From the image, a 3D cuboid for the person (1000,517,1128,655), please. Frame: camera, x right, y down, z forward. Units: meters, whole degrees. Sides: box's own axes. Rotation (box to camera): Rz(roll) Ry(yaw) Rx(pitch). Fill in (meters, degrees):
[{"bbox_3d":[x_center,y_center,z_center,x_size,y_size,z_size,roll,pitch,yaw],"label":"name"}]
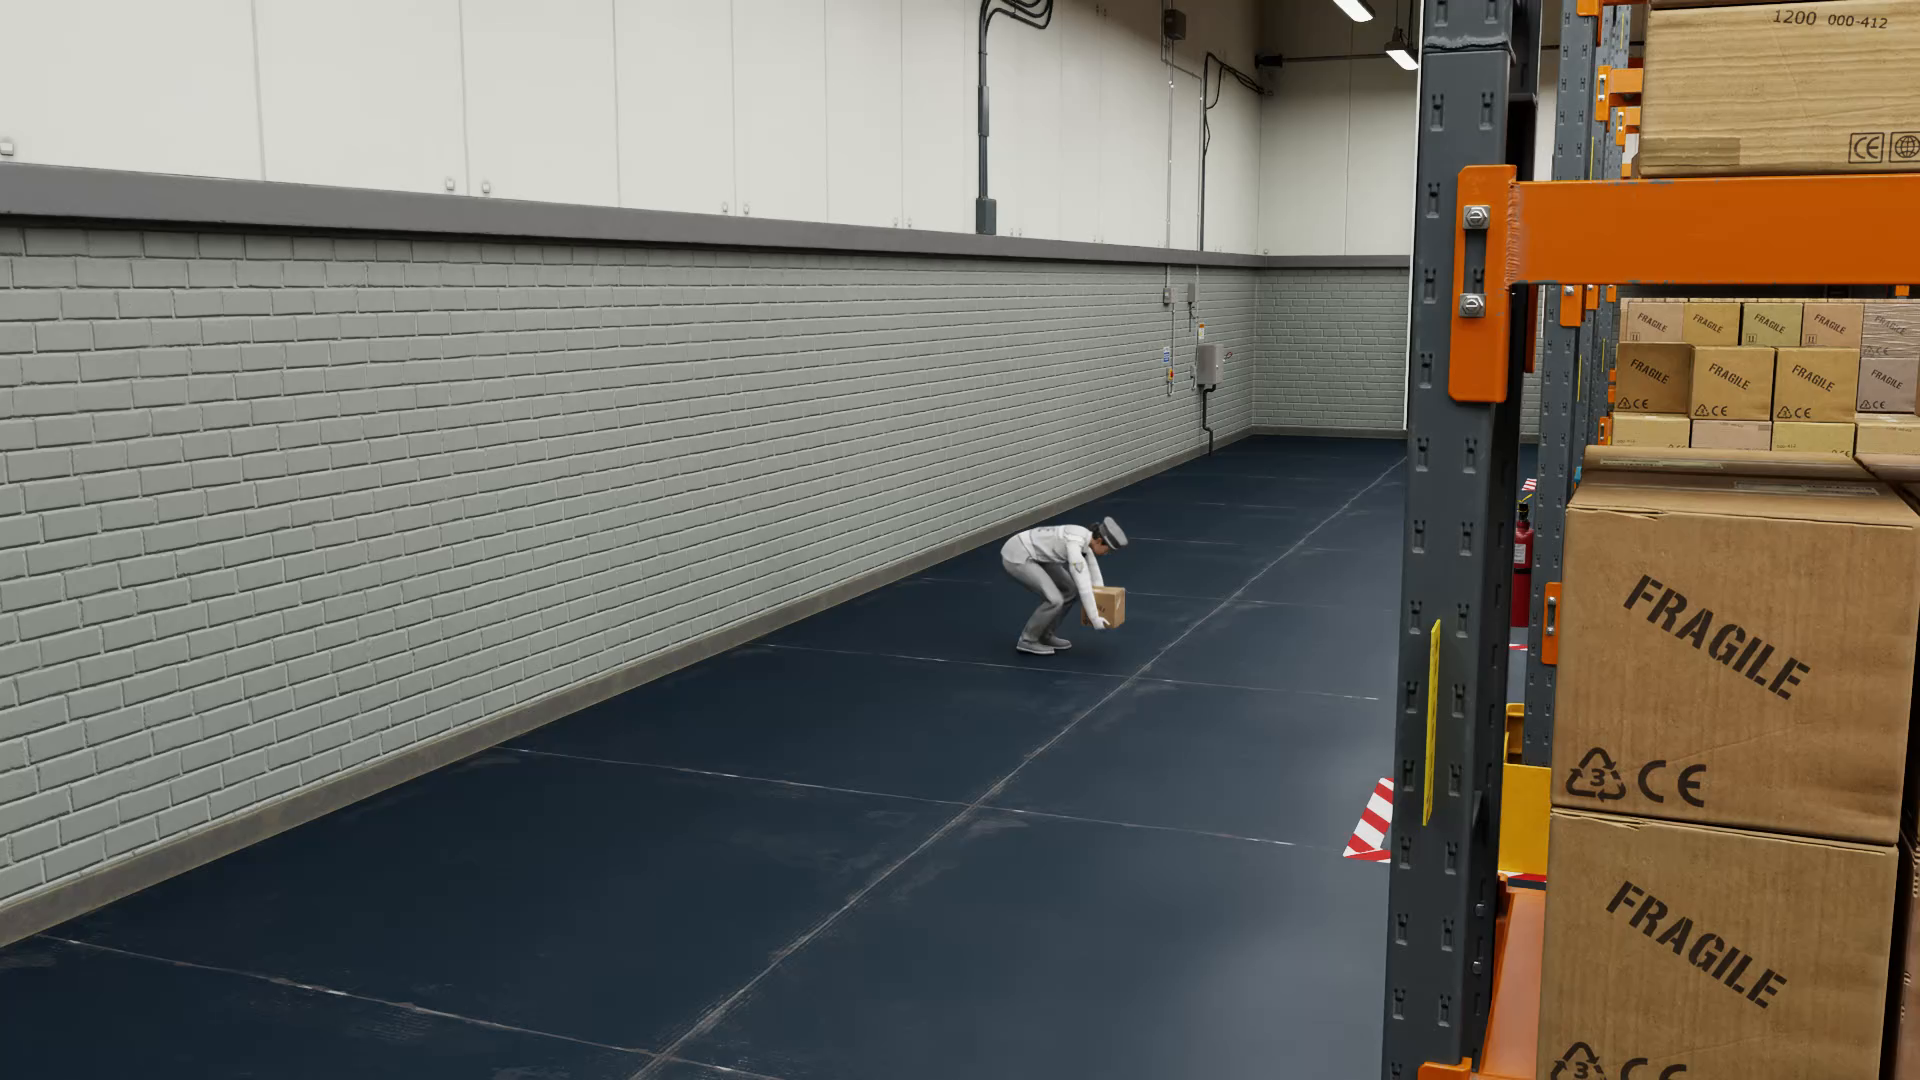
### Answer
[{"bbox_3d":[0.749,0.319,11.978,0.917,1.000,0.452,3,9,18],"label":"person"}]
